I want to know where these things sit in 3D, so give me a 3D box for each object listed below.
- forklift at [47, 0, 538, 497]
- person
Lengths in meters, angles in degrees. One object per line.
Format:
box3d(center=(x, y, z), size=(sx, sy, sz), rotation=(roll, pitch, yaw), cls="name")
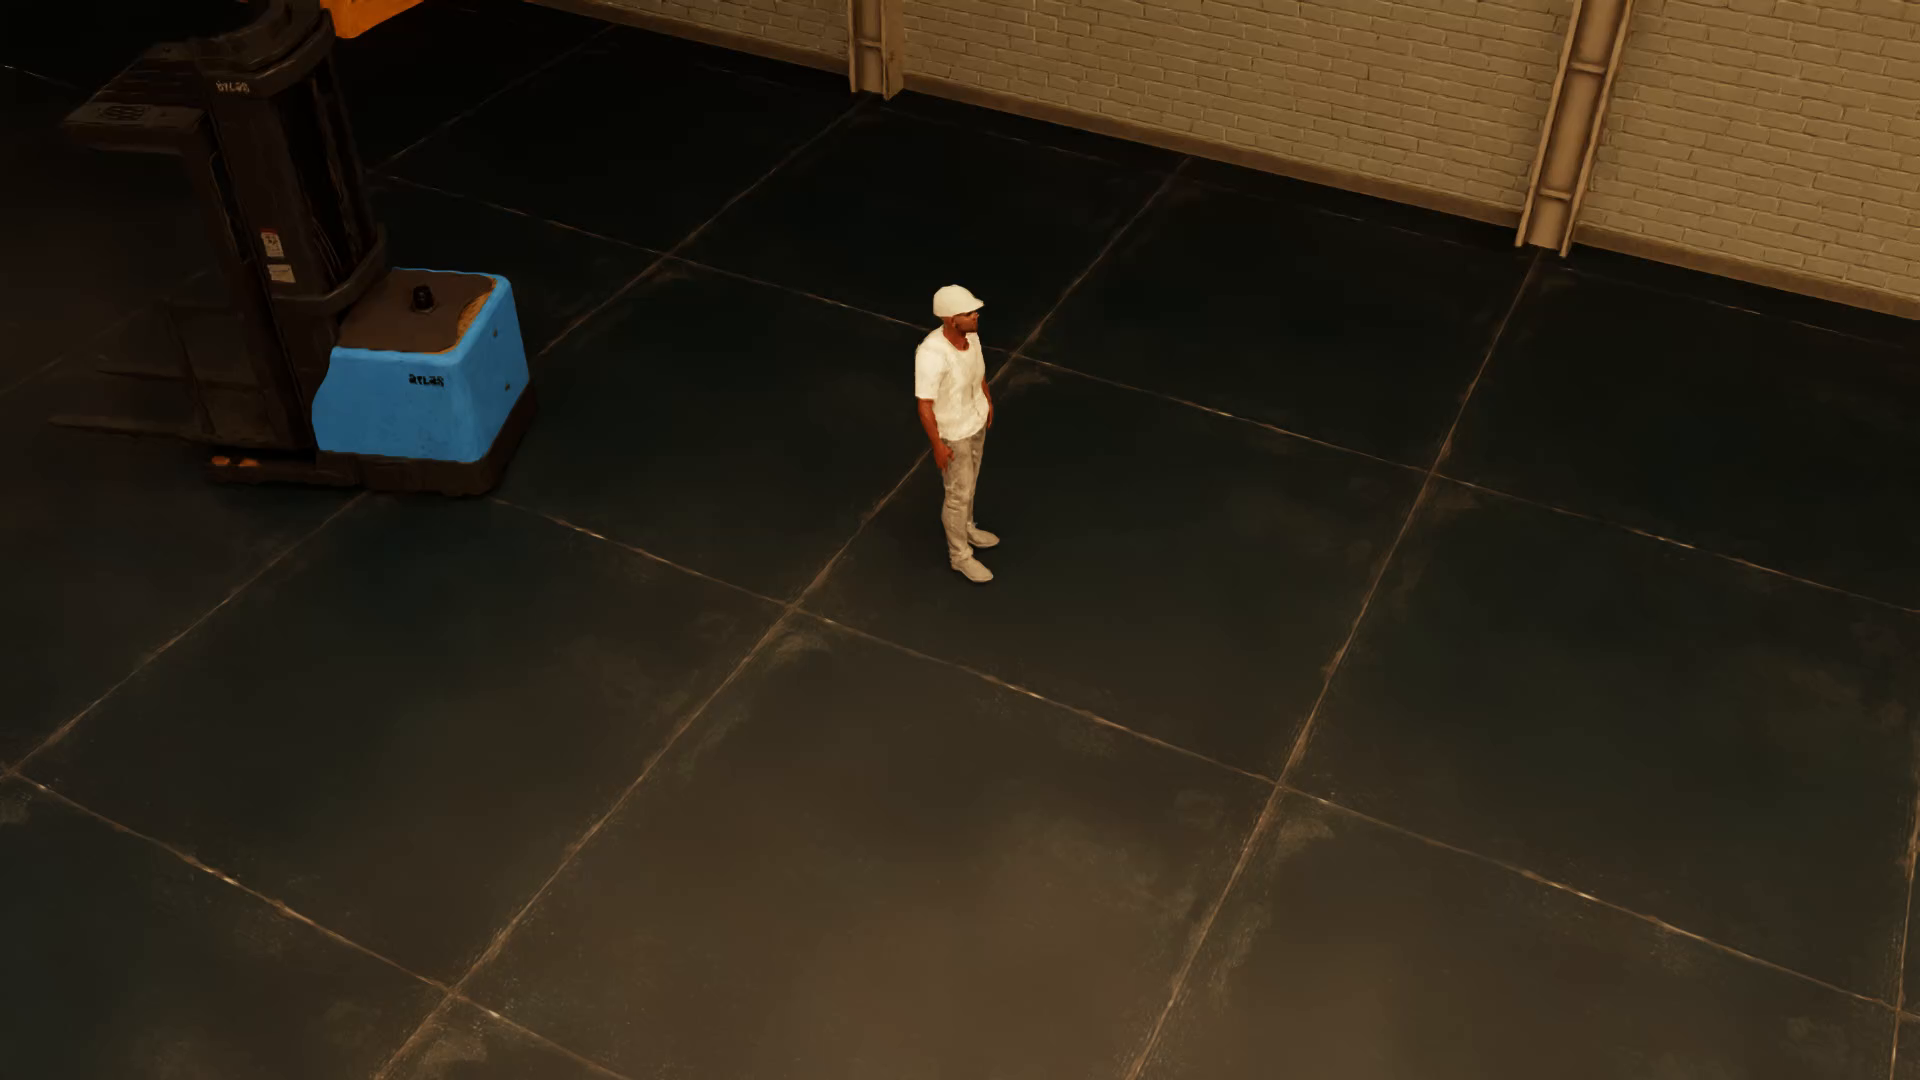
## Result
box3d(center=(-4.406, -1.810, 10.136), size=(3.031, 2.935, 1.130), rotation=(5, 40, 6), cls="forklift")
box3d(center=(0.059, -0.655, 9.662), size=(0.576, 1.760, 0.664), rotation=(18, 43, 21), cls="person")
